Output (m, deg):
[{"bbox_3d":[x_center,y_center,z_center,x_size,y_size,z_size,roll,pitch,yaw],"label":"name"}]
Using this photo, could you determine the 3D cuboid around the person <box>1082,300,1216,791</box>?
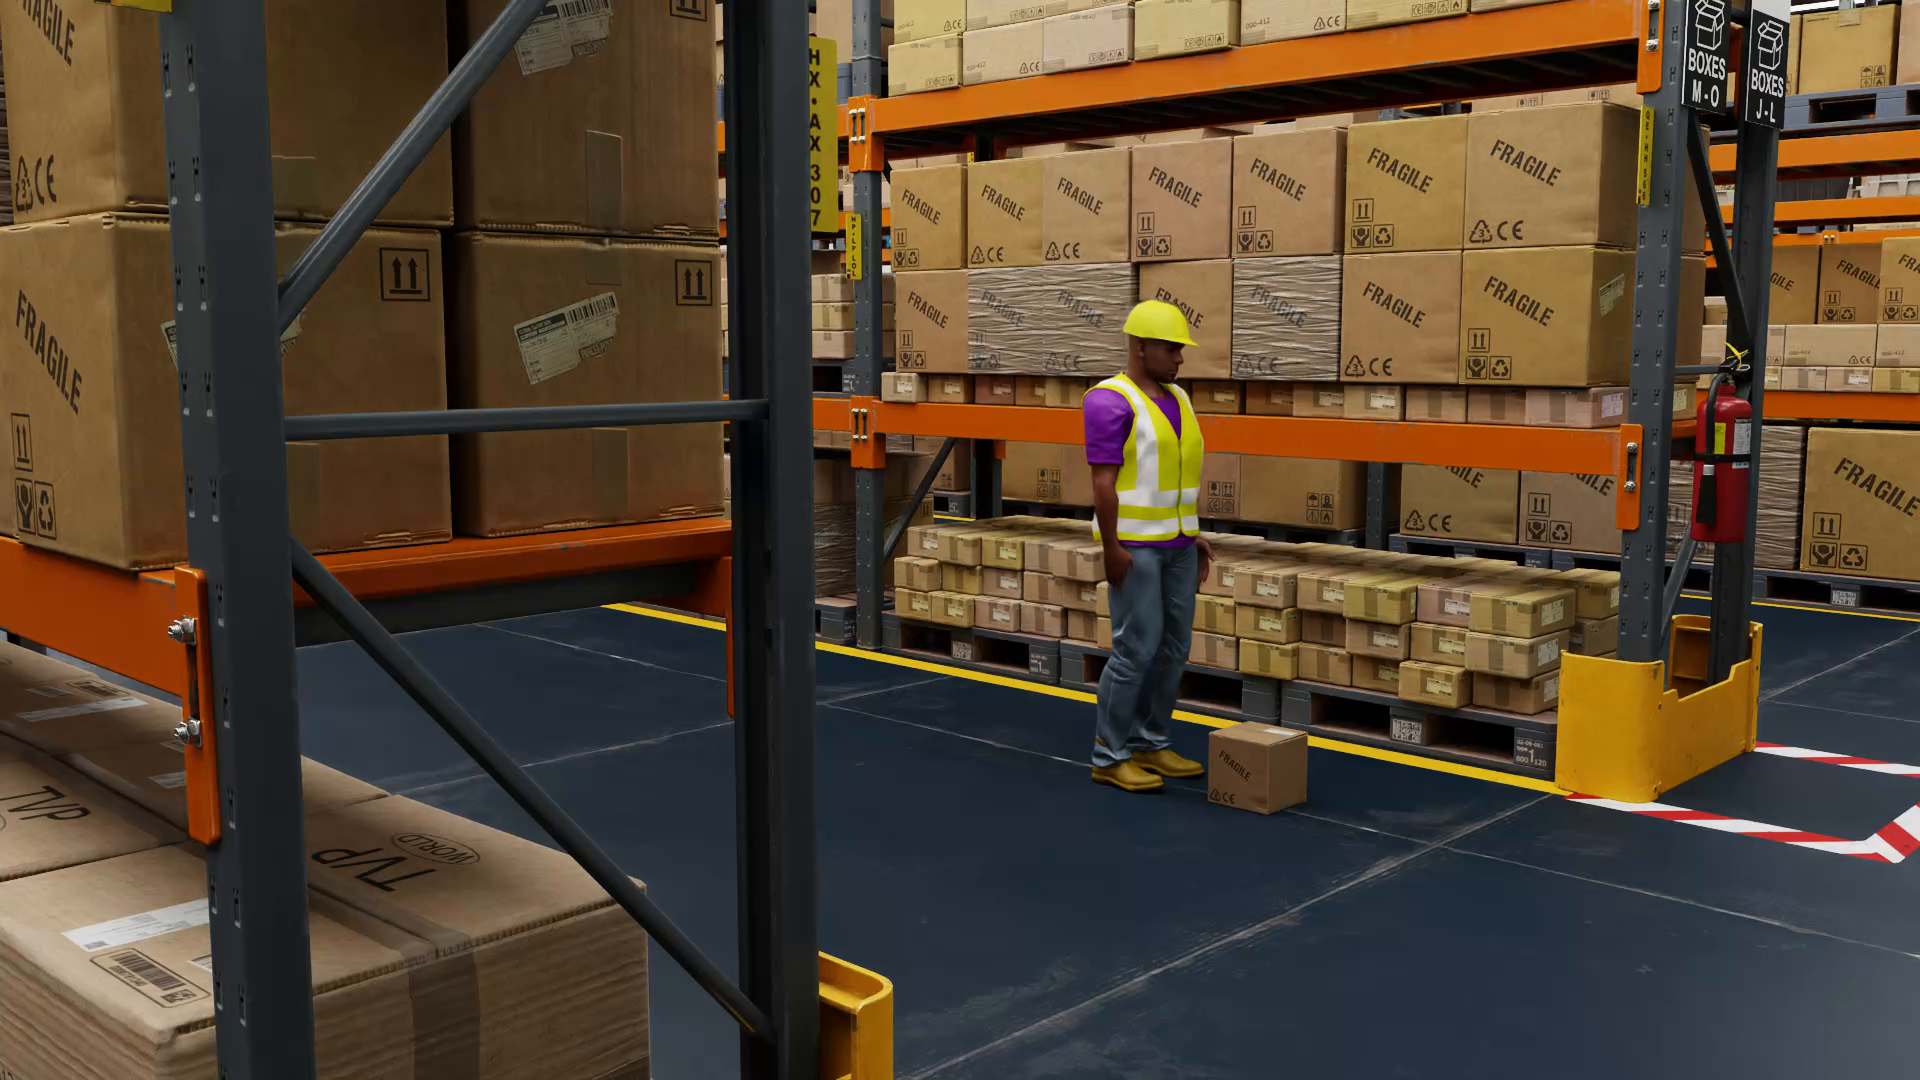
[{"bbox_3d":[0.696,0.009,6.095,0.366,1.762,0.566,7,10,43],"label":"person"}]
